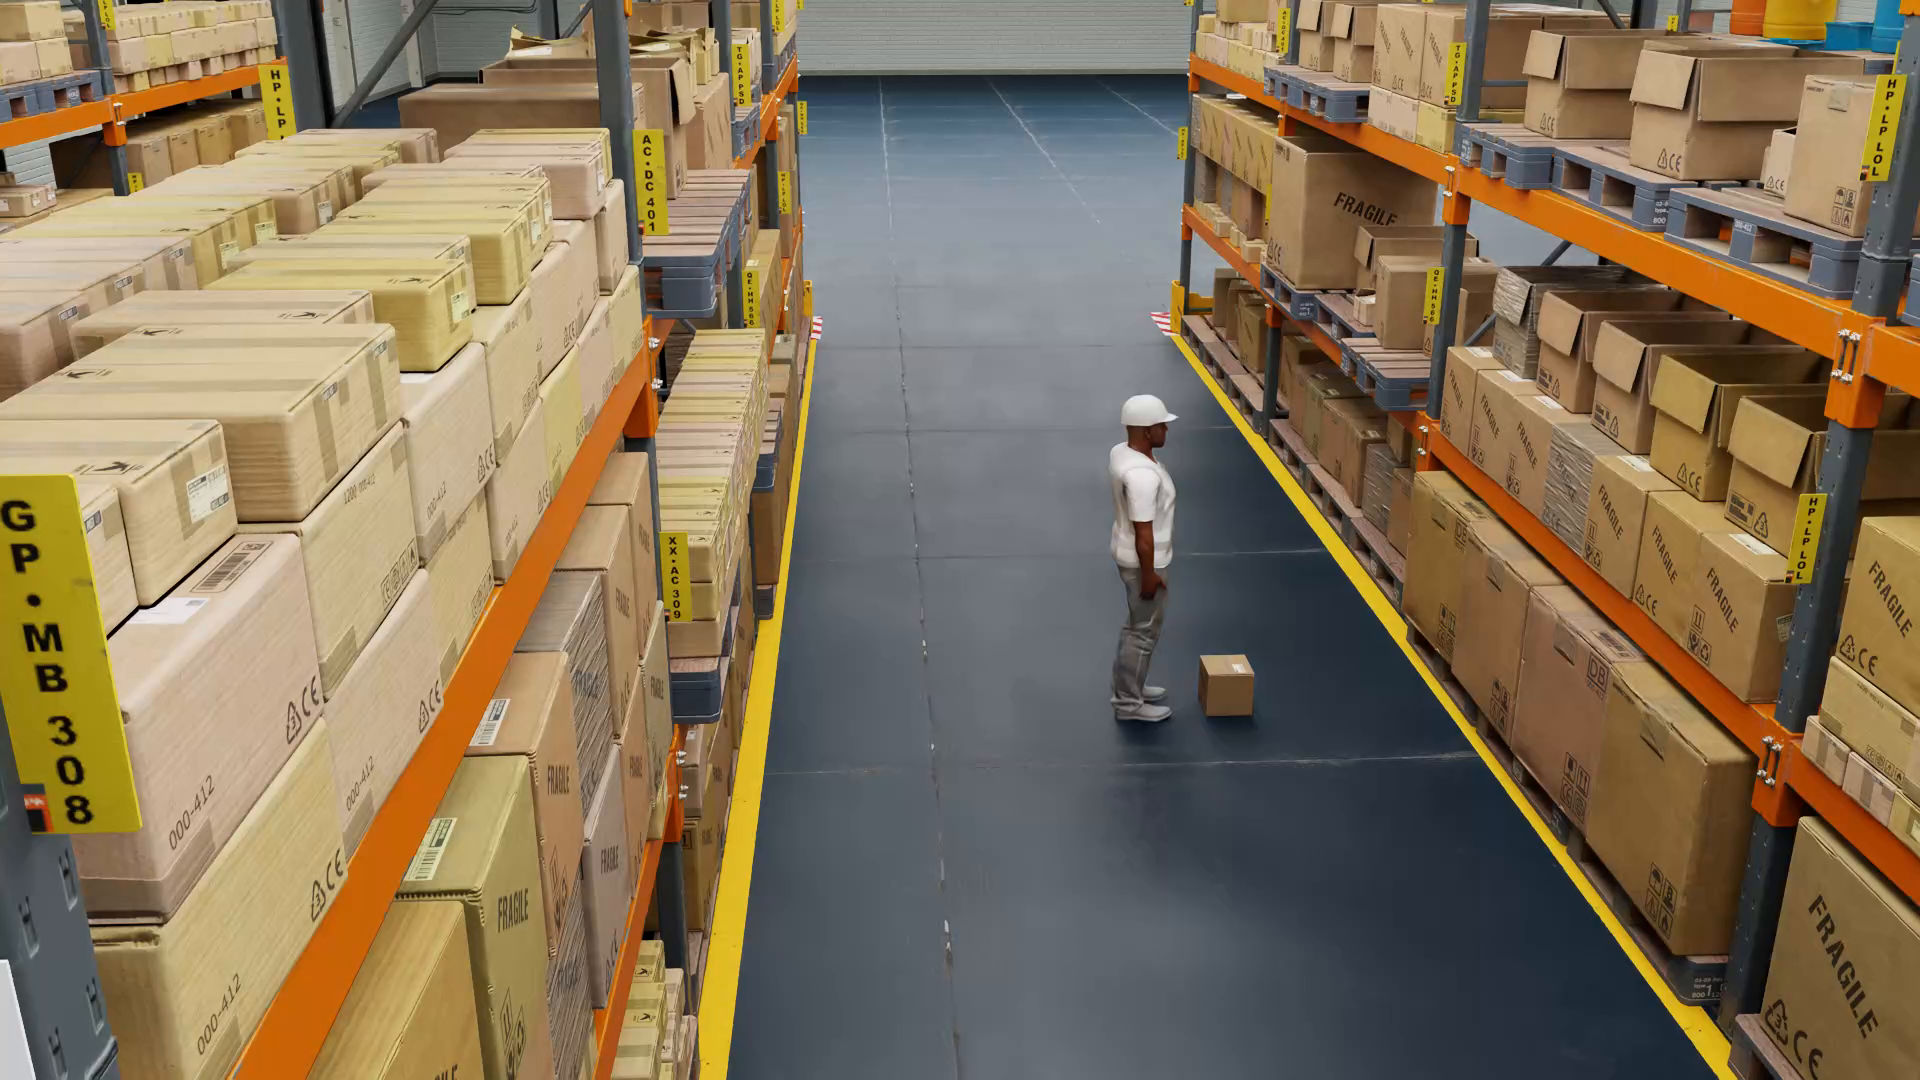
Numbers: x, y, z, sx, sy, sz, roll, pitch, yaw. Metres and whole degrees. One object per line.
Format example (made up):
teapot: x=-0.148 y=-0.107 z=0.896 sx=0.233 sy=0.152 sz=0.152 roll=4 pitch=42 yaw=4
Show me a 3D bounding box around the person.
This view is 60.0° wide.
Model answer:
person: x=0.968 y=0.093 z=8.802 sx=0.370 sy=1.764 sz=0.564 roll=-1 pitch=20 yaw=-2
